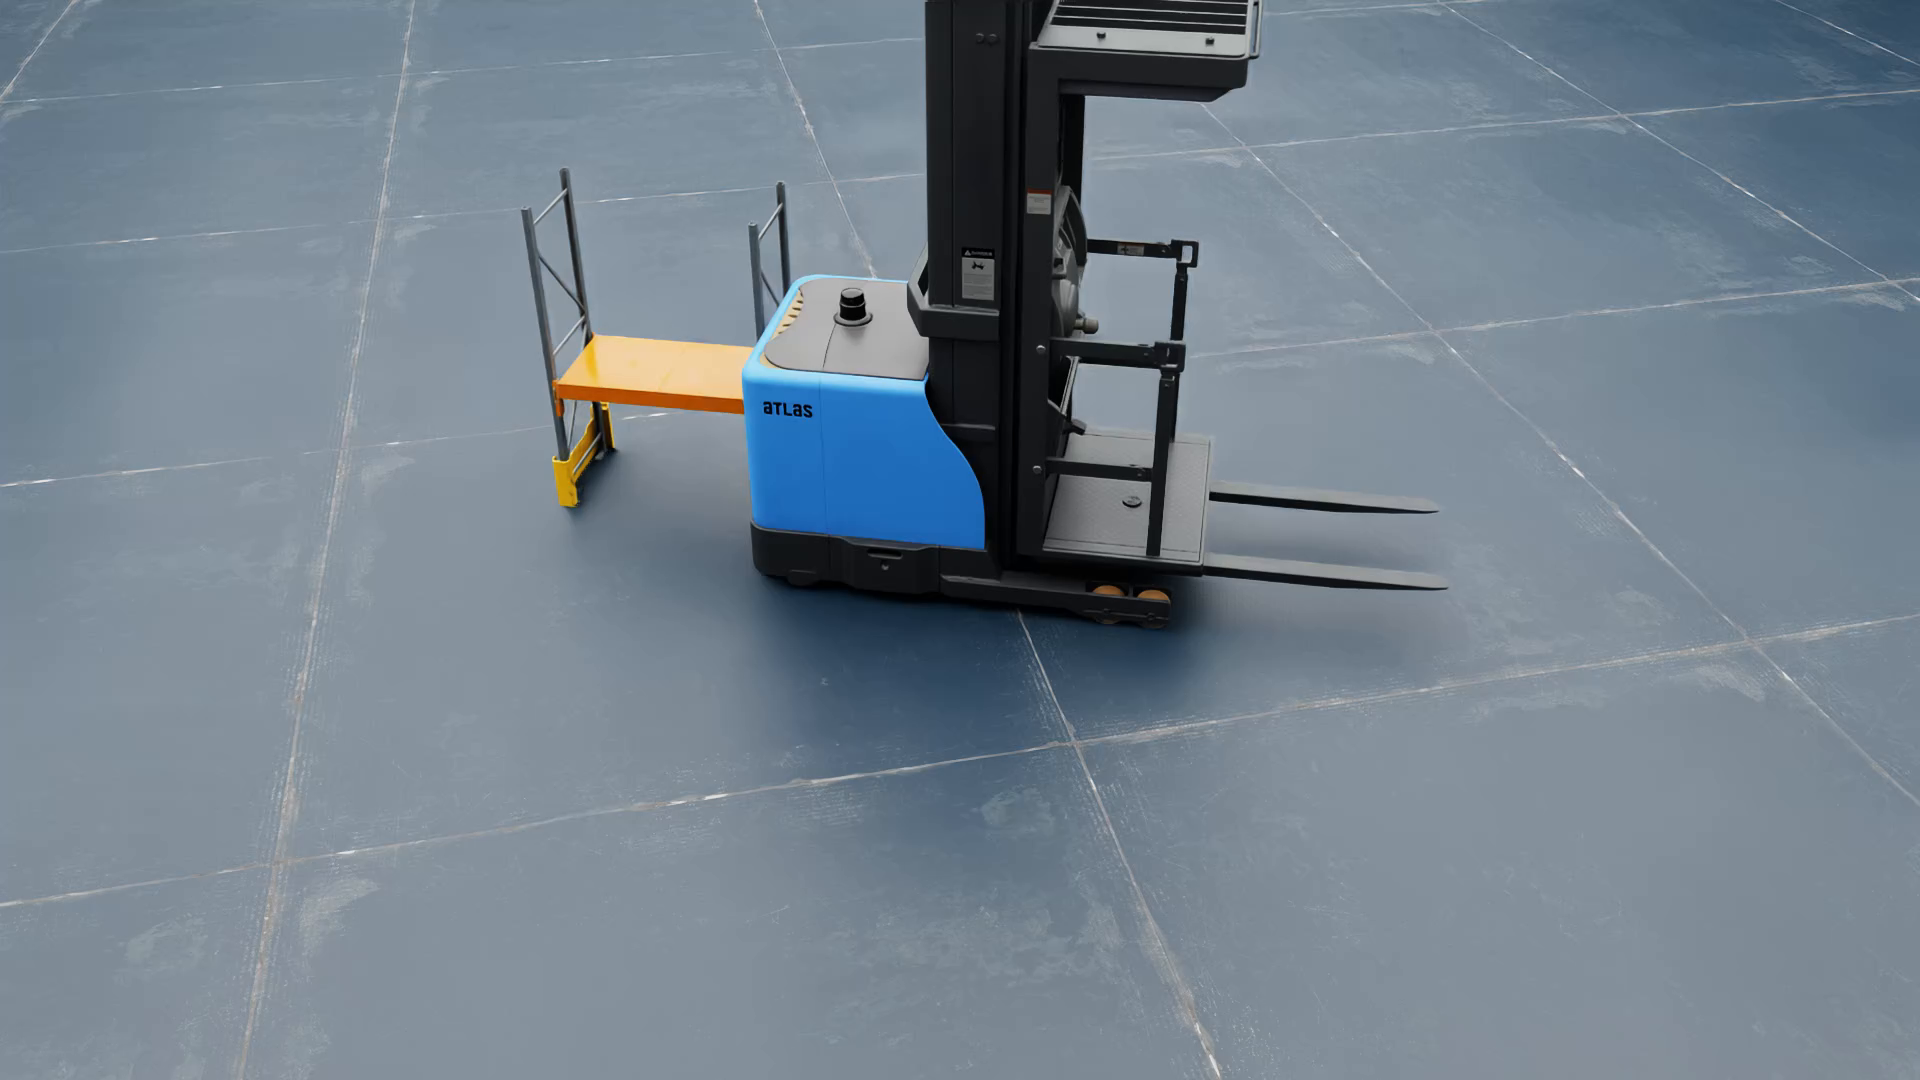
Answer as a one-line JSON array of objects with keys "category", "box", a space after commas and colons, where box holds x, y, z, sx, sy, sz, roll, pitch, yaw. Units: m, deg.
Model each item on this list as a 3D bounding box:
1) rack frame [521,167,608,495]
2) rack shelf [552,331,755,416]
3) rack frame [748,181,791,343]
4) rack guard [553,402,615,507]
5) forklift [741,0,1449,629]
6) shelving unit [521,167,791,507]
[{"category": "rack frame", "box": [-1.843, -0.945, 7.813, 0.032, 1.500, 0.500, 5, 34, 8]}, {"category": "rack shelf", "box": [-1.342, -0.748, 7.841, 1.000, 0.185, 0.538, 5, 34, 8]}, {"category": "rack frame", "box": [-0.841, -0.849, 7.670, 0.032, 1.500, 0.500, 5, 34, 8]}, {"category": "rack guard", "box": [-1.842, -0.426, 8.161, 0.087, 0.250, 0.587, 5, 34, 8]}, {"category": "forklift", "box": [0.638, -1.156, 6.842, 3.031, 2.935, 1.130, 5, 34, 8]}, {"category": "shelving unit", "box": [-1.351, -0.898, 7.742, 1.083, 1.500, 0.587, 5, 34, 8]}]
